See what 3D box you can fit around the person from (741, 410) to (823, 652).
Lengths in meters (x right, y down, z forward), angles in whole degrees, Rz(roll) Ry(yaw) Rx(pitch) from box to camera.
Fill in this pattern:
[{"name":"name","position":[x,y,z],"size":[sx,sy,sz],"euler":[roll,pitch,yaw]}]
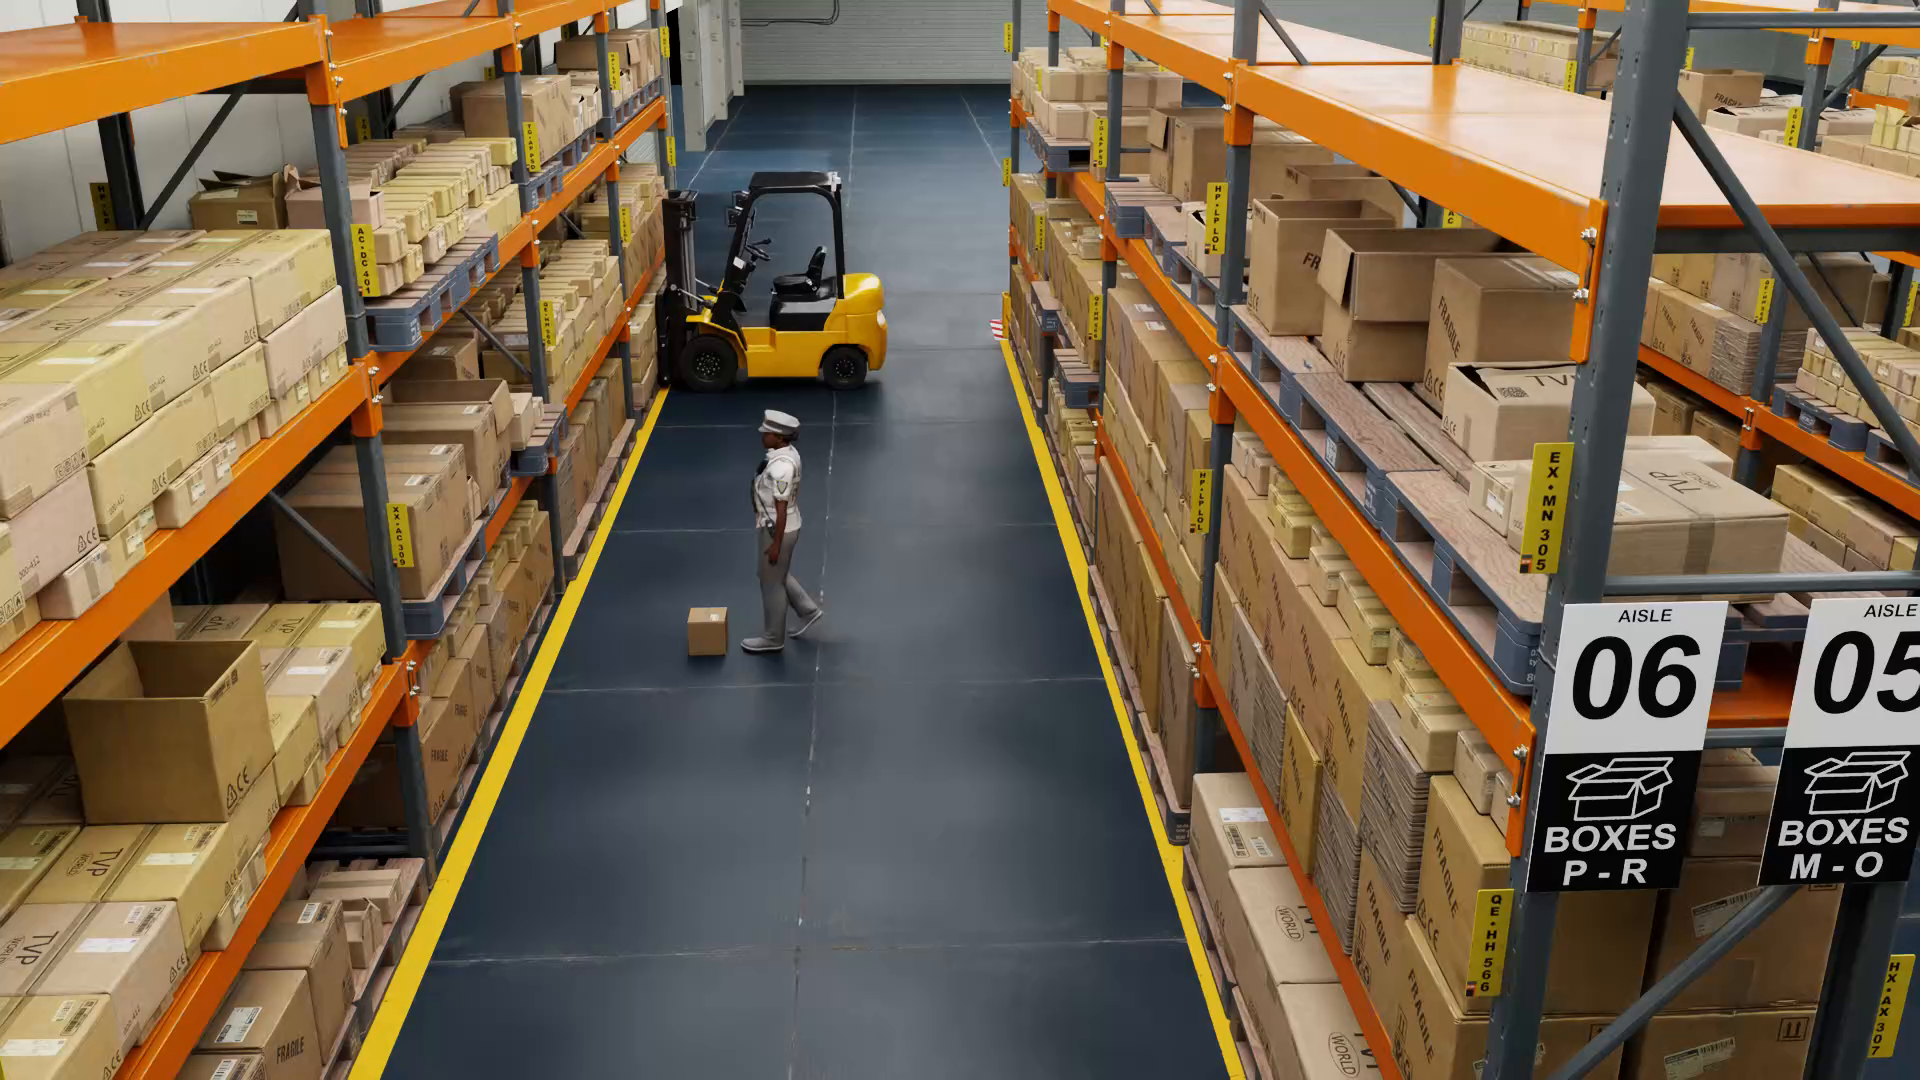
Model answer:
[{"name":"person","position":[-1.224,-0.064,11.179],"size":[0.562,1.679,0.465],"euler":[-1,21,-3]}]
